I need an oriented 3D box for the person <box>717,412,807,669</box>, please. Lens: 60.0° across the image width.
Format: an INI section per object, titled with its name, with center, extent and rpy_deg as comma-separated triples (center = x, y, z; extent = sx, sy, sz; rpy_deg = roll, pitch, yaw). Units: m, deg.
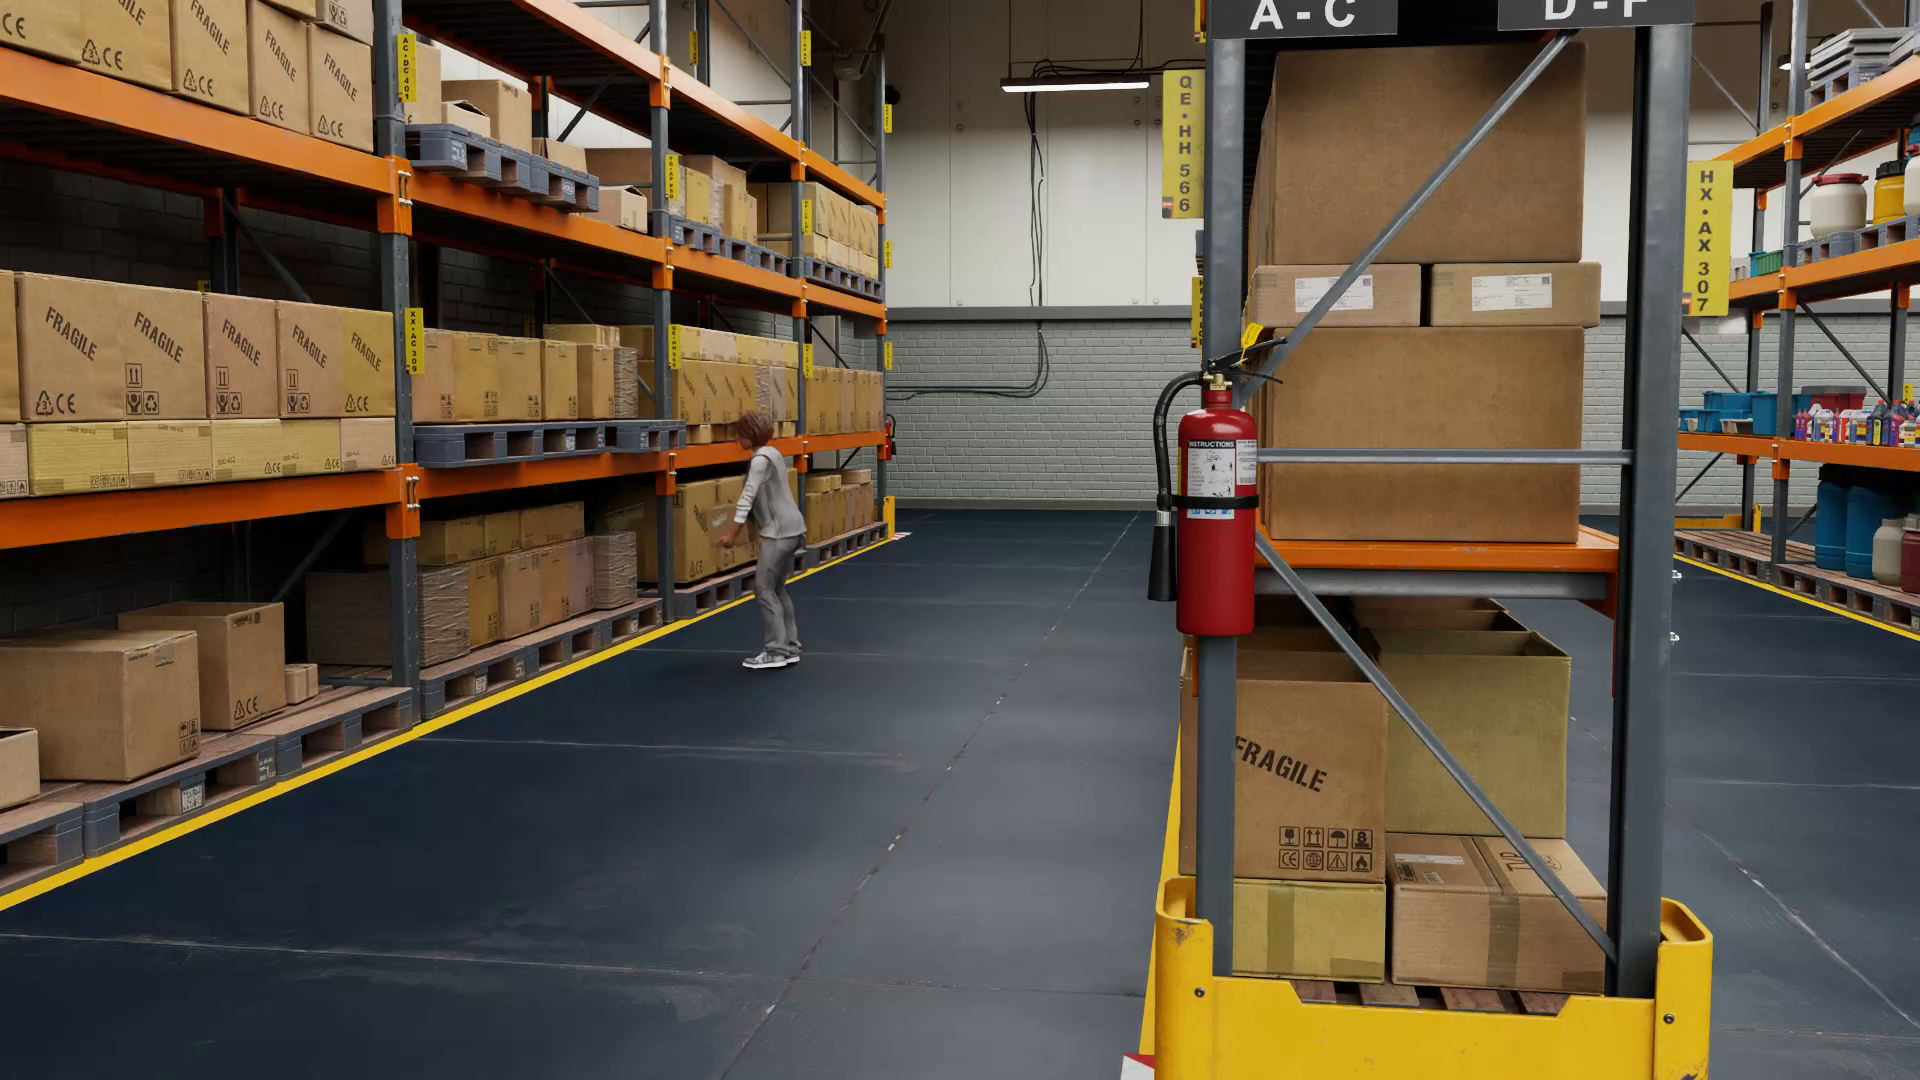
[person]
center = -1.215, 0.001, 10.280
extent = 0.525, 1.577, 0.374
rpy_deg = 1, 5, 8
